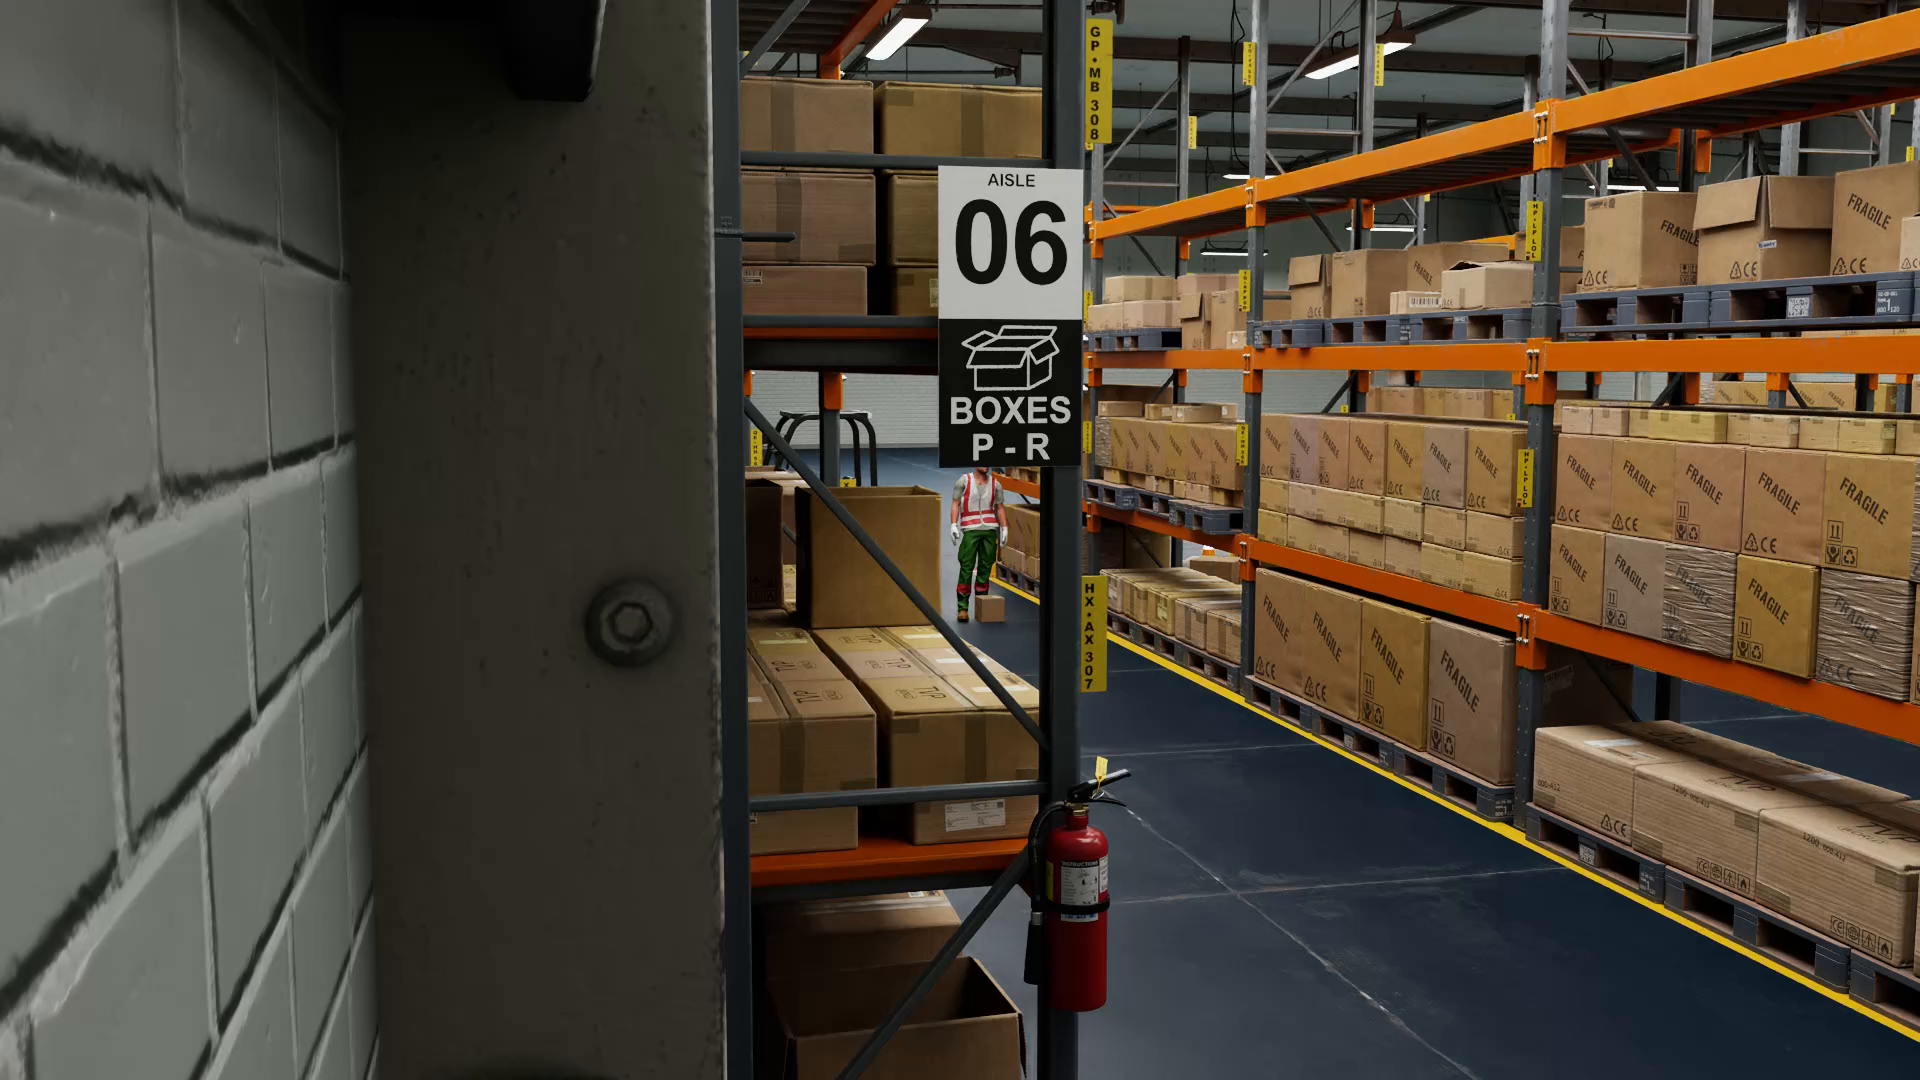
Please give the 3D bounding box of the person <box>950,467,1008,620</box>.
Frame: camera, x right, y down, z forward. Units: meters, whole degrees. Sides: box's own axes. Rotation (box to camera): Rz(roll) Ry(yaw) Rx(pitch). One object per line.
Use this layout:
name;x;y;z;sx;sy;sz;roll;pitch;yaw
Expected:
person;0.216;-0.071;17.582;0.637;1.787;0.563;-2;6;-15
